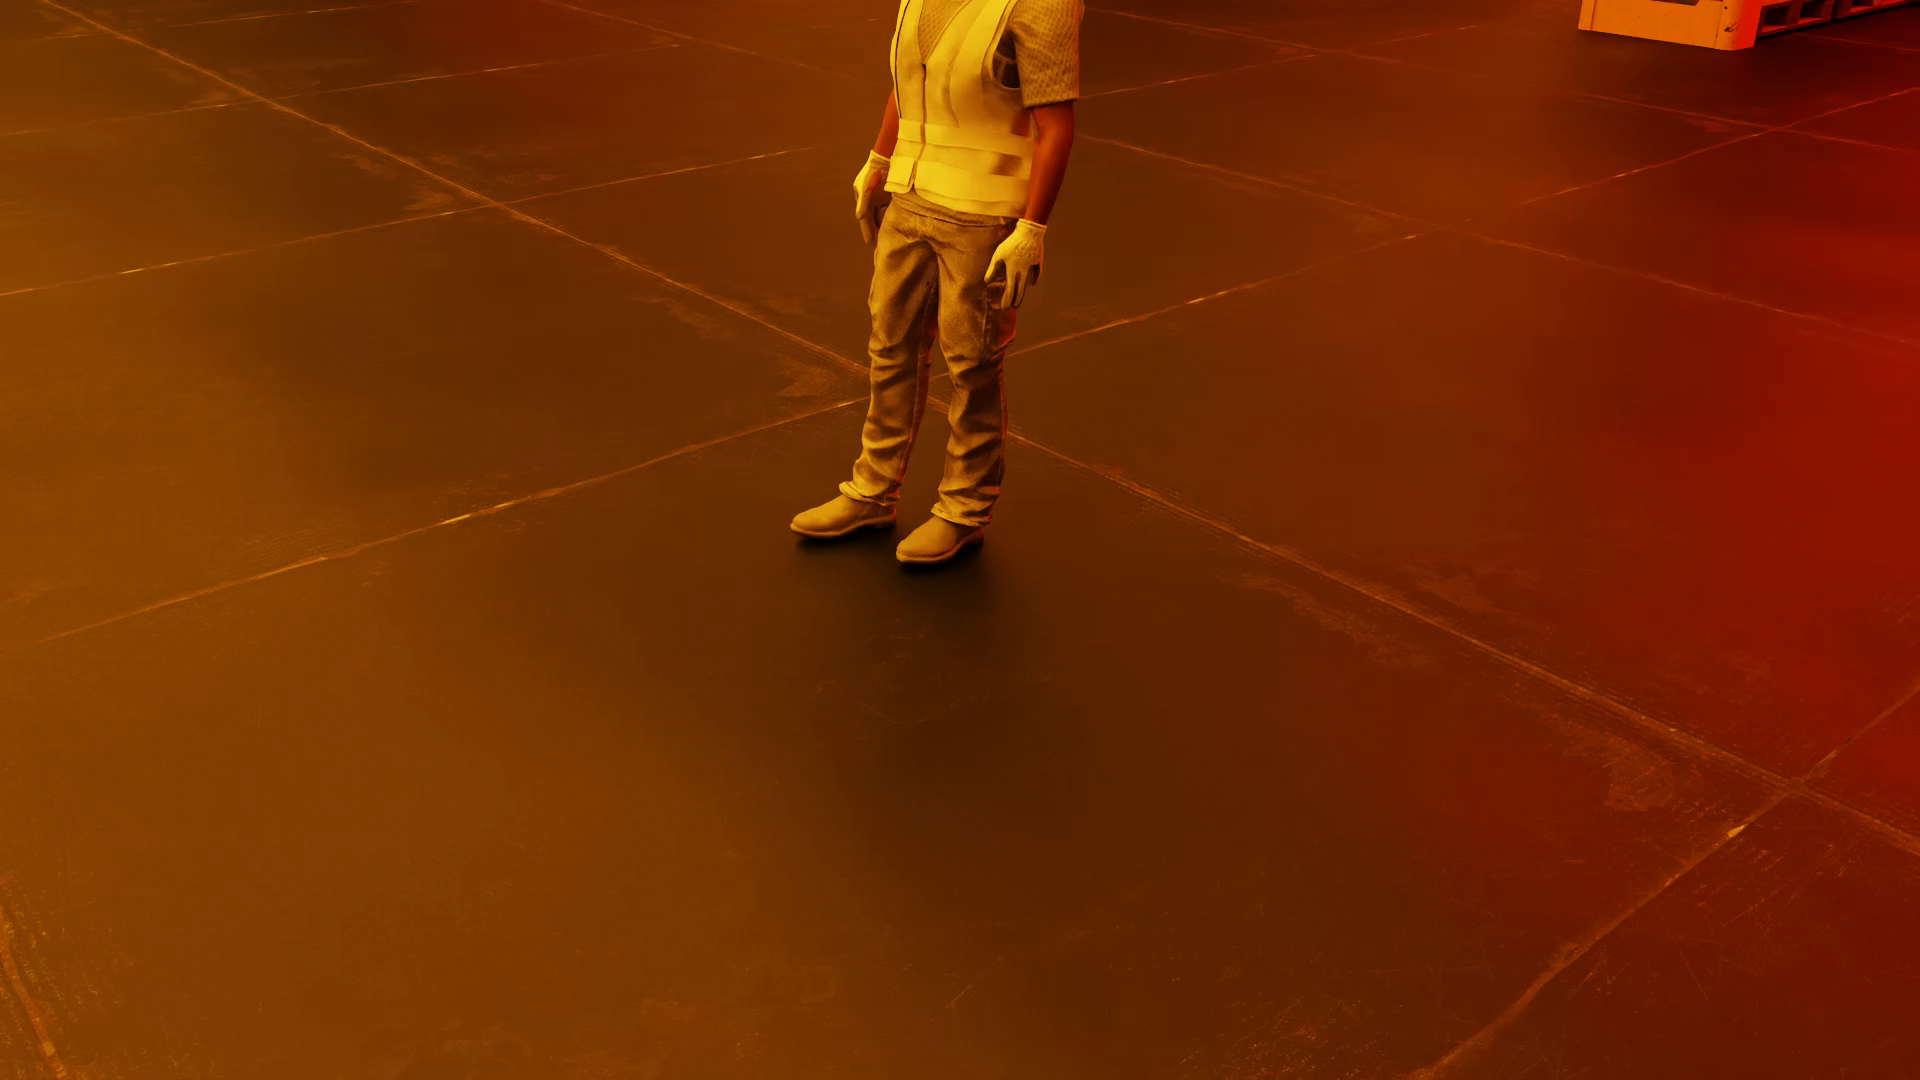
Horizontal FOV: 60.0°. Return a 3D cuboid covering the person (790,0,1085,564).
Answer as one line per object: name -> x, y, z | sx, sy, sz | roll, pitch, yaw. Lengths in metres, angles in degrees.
person -> -0.061, -0.788, 4.066 | 0.575, 1.785, 0.657 | -20, 33, -35
